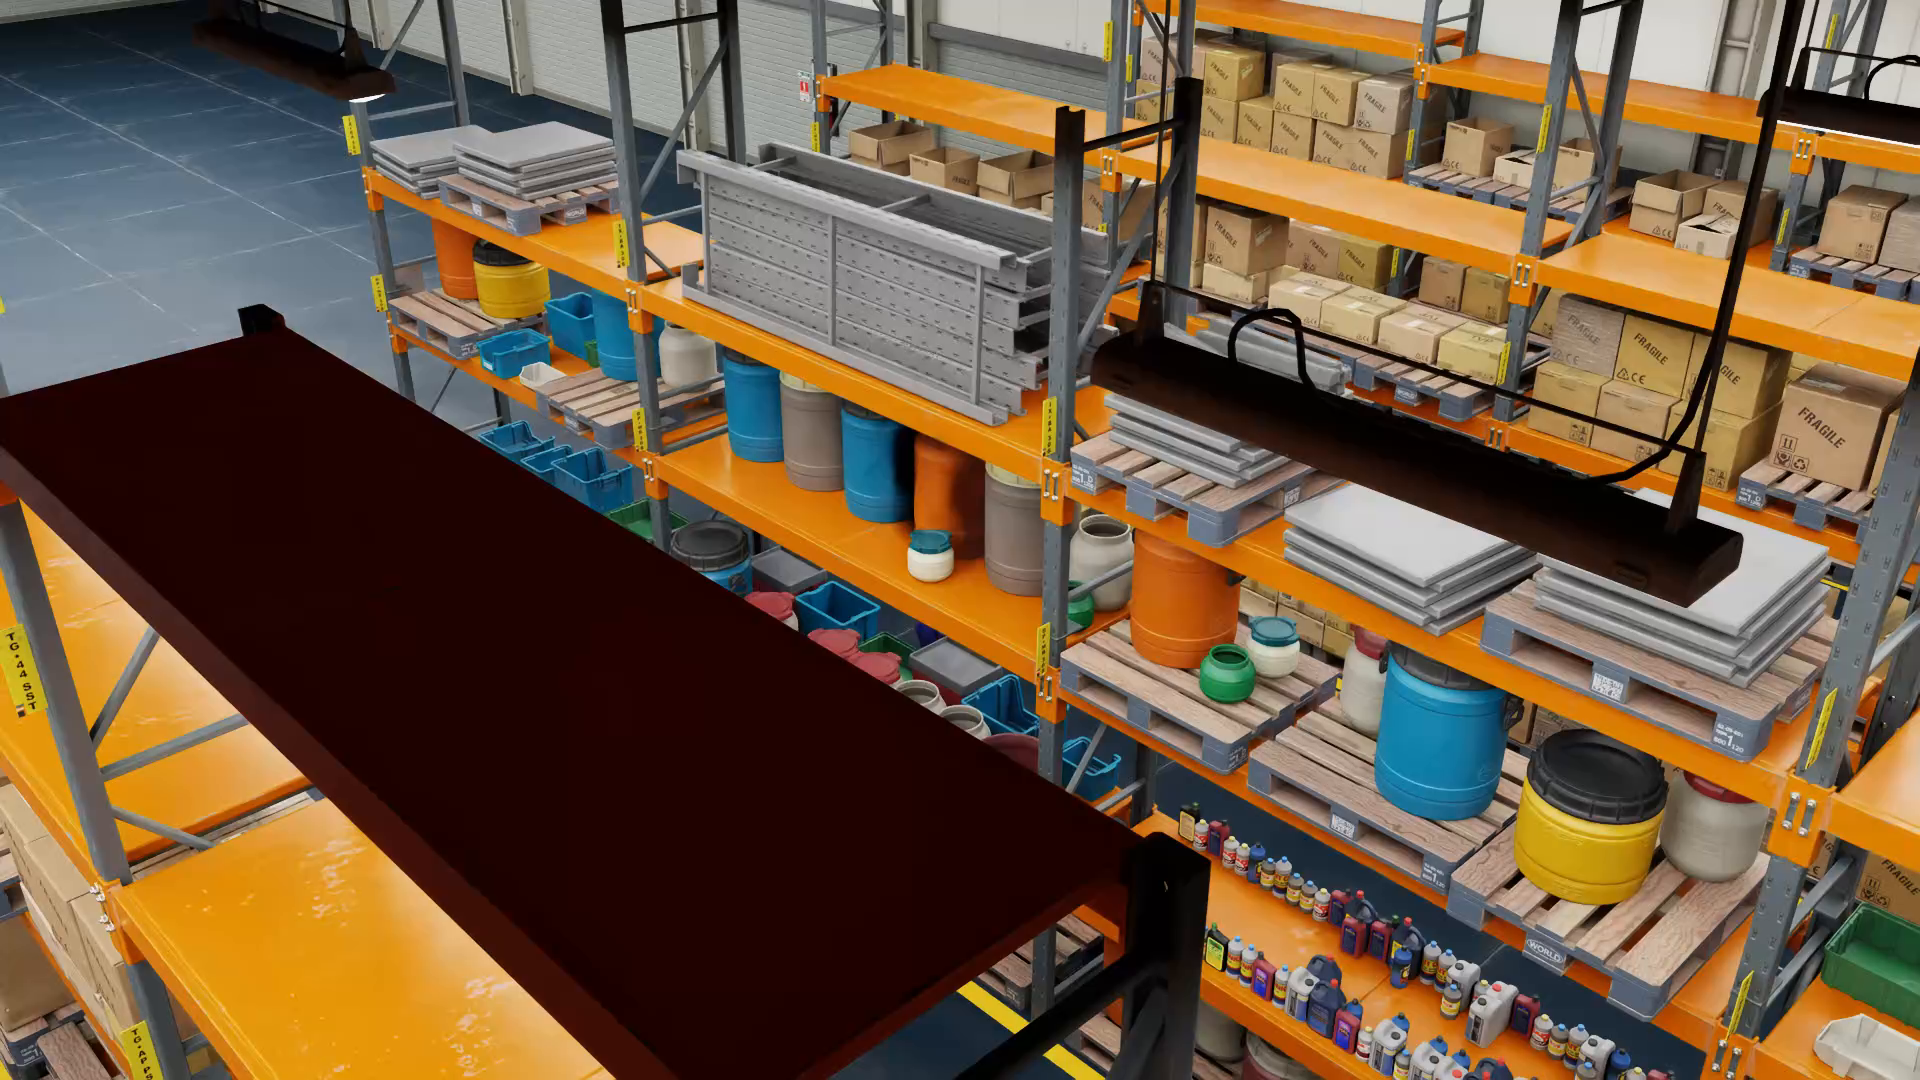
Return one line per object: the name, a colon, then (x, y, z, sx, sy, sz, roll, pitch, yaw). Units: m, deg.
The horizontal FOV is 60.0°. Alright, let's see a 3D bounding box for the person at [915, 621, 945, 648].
person: (-0.187, 1.046, 13.115, 0.370, 1.676, 0.461, -9, 30, -17)
